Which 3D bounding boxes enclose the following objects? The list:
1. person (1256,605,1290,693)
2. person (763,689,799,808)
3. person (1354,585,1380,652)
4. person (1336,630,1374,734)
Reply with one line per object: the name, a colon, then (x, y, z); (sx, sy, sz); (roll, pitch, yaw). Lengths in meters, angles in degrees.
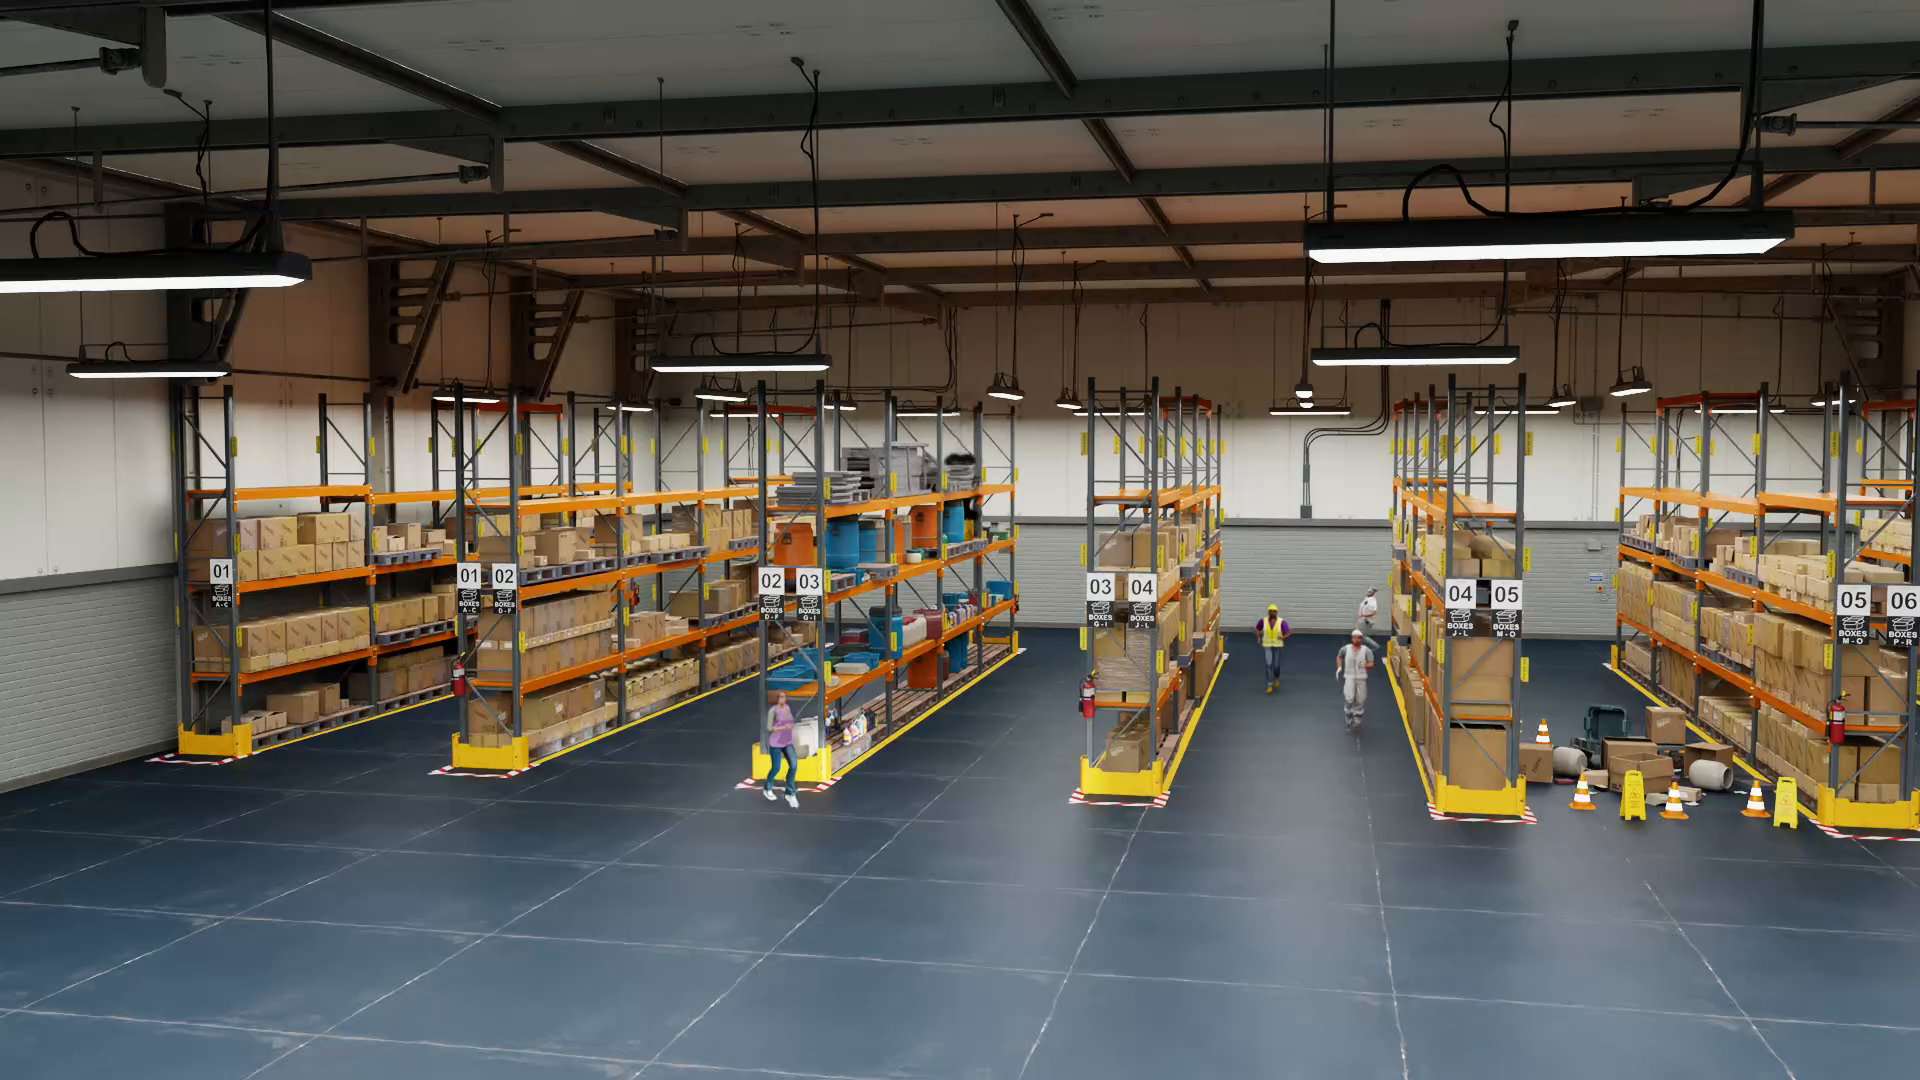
person: (6.413, 2.205, 34.141); (0.698, 1.774, 0.853); (1, 3, 12)
person: (-2.505, 2.894, 23.218); (0.518, 1.639, 0.690); (-3, 4, -42)
person: (9.668, 1.932, 39.792); (0.779, 1.721, 0.774); (0, 3, 4)
person: (6.923, 2.480, 29.147); (0.649, 1.823, 0.748); (1, 3, 12)
